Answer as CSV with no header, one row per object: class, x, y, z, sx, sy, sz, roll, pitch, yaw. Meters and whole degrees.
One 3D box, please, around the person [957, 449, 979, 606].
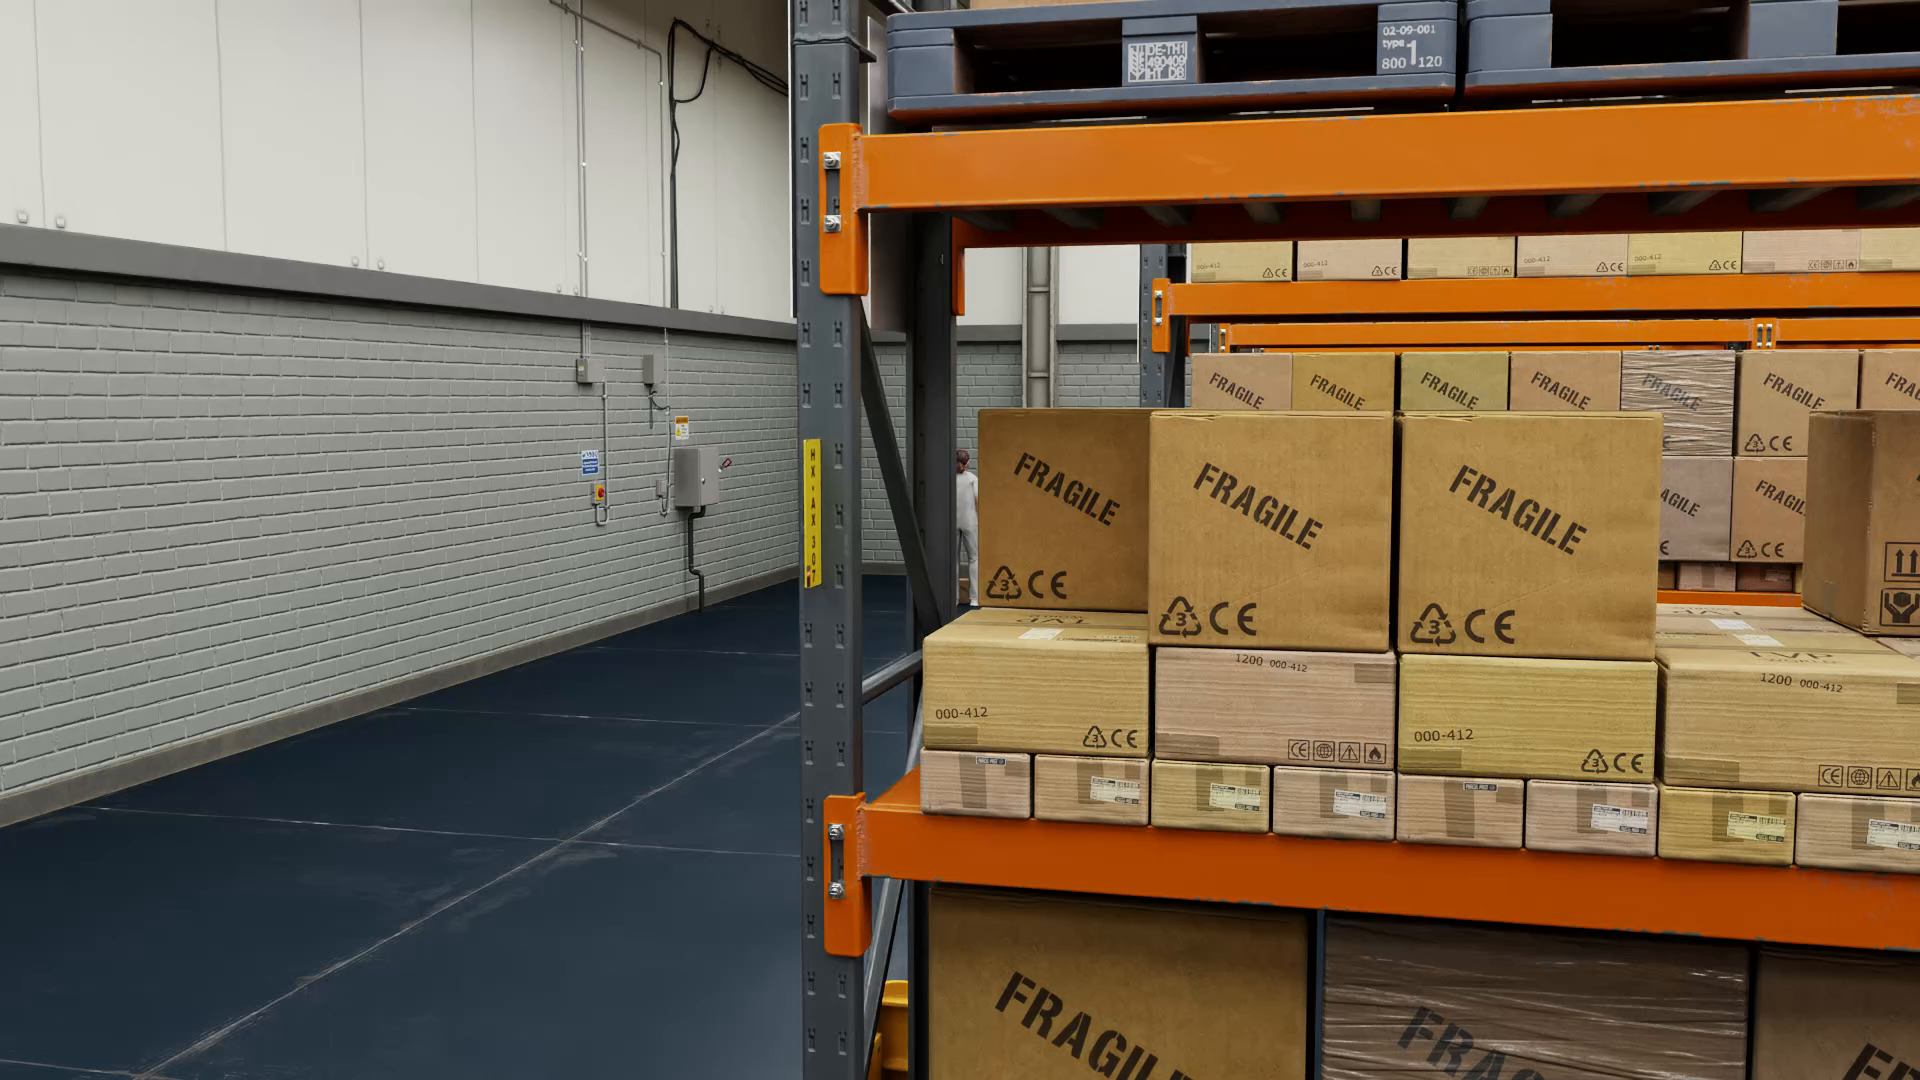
person,0.029,-0.135,17.823,0.512,1.671,0.364,1,5,10
